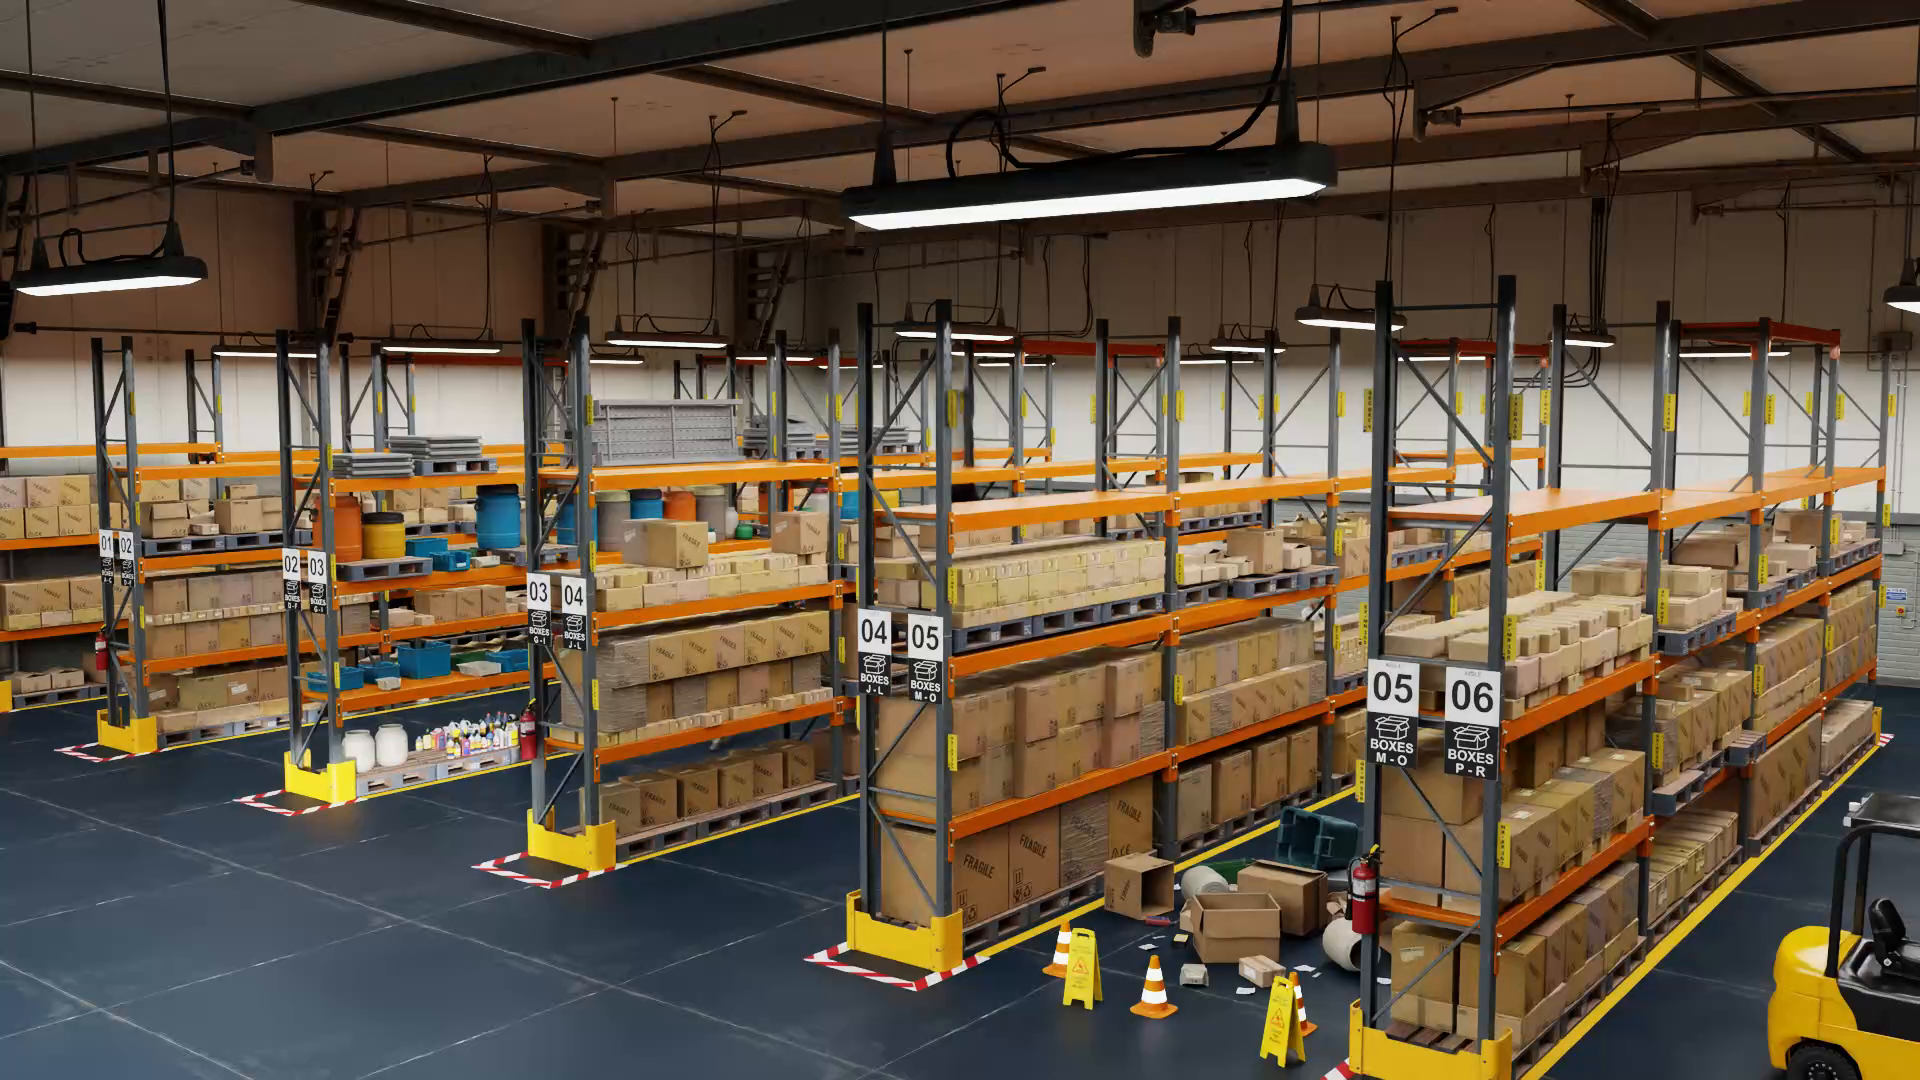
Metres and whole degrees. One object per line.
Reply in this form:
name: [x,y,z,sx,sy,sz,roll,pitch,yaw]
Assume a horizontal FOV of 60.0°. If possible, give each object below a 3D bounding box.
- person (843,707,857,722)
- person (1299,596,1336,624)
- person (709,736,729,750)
person: [-1.752,2.104,25.186,0.727,1.793,0.839,3,6,29]
person: [6.376,1.779,29.706,0.645,1.705,0.927,2,6,25]
person: [-3.636,2.200,24.207,0.695,1.724,0.527,2,5,19]
